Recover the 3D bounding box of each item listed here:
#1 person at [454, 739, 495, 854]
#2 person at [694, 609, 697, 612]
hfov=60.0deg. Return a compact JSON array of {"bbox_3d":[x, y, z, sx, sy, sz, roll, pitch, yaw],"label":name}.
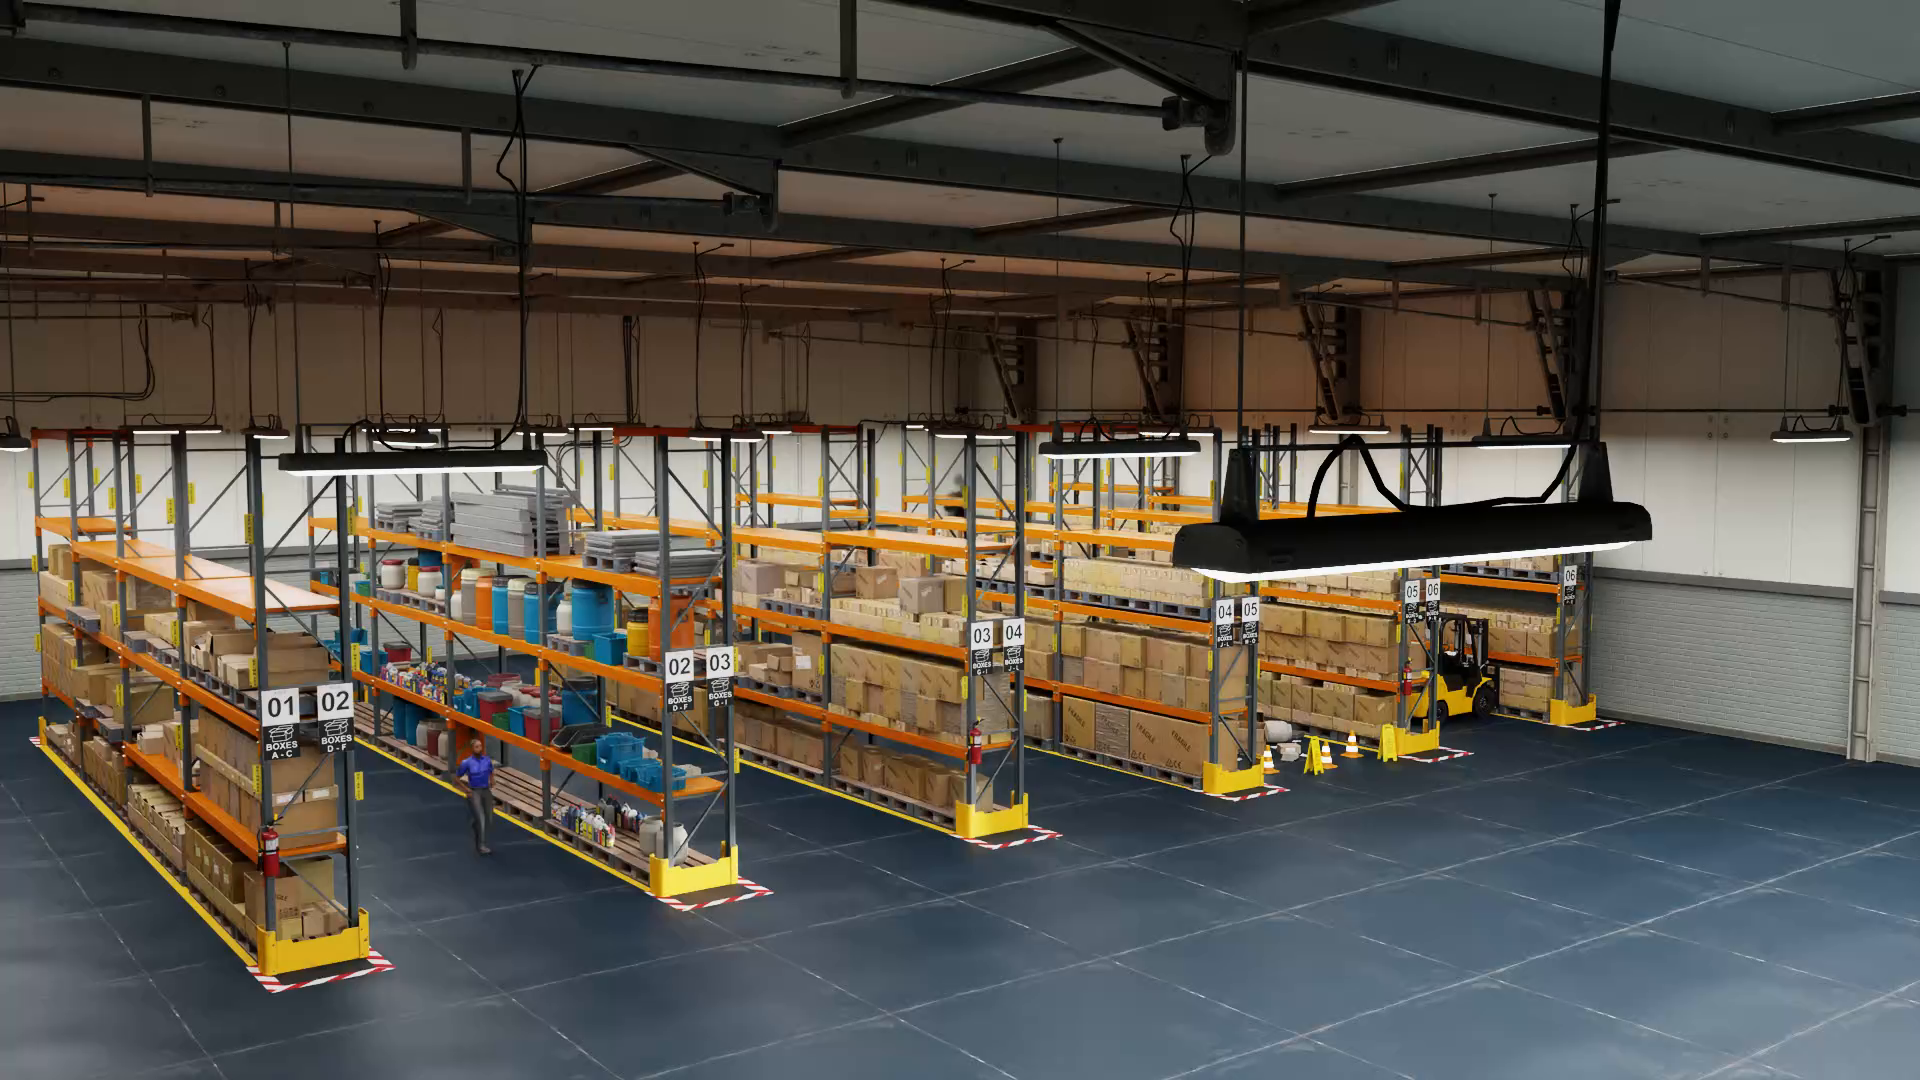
[{"bbox_3d":[-6.928,3.654,23.839,0.580,1.607,0.668,-4,6,-43],"label":"person"},{"bbox_3d":[-6.502,2.424,39.699,0.677,1.590,0.587,-1,5,-10],"label":"person"}]
